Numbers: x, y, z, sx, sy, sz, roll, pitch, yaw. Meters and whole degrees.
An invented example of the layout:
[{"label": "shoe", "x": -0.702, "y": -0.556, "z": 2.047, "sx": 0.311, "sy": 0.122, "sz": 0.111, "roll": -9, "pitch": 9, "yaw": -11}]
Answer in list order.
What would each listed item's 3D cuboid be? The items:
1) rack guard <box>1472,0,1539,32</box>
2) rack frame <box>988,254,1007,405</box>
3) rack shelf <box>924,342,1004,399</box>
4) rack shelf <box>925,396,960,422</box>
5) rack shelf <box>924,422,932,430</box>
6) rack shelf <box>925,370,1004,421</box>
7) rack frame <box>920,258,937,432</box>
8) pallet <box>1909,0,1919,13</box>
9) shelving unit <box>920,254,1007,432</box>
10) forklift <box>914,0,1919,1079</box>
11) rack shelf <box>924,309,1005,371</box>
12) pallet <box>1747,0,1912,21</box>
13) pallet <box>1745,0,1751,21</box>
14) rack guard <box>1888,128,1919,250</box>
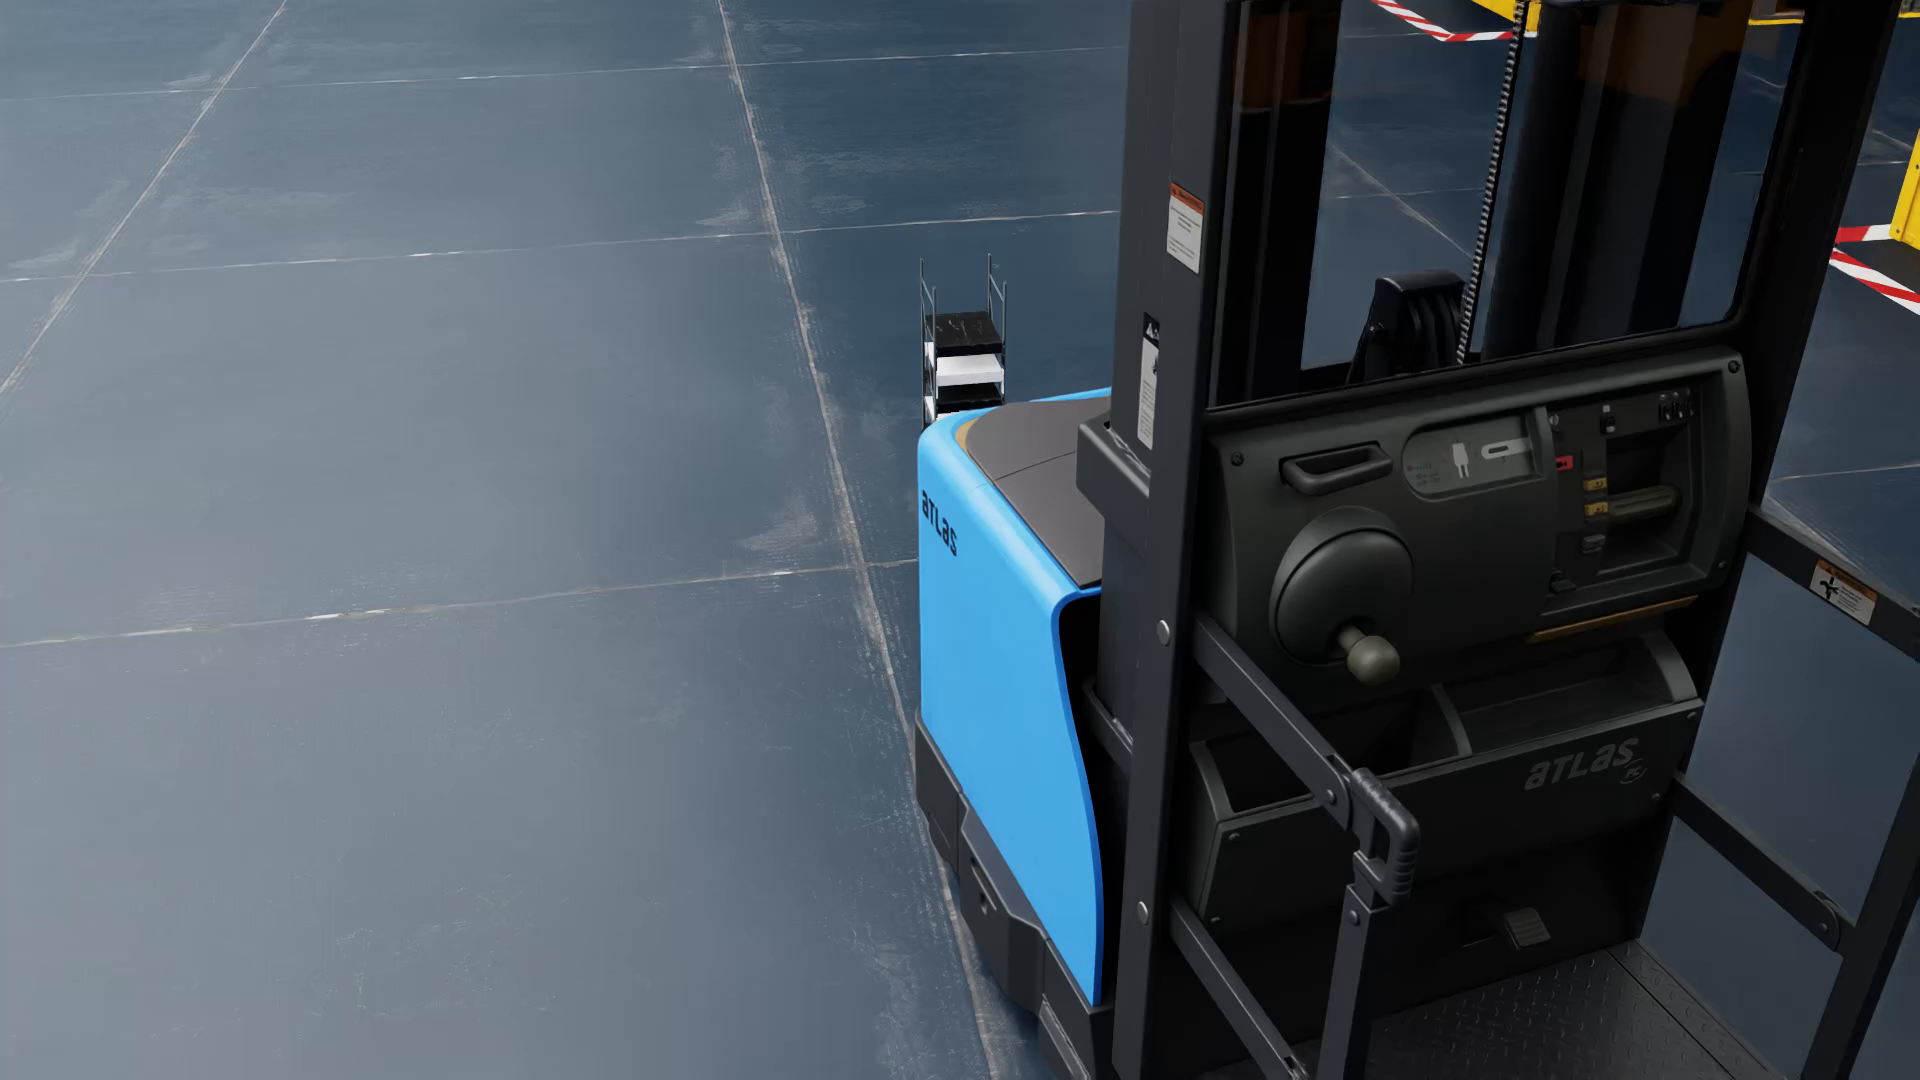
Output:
[{"label": "rack guard", "x": 3.827, "y": -3.849, "z": 11.303, "sx": 0.348, "sy": 0.500, "sz": 1.175, "roll": -5, "pitch": 31, "yaw": -9}, {"label": "rack frame", "x": 0.108, "y": -0.398, "z": 5.039, "sx": 0.006, "sy": 0.900, "sz": 0.240, "roll": -5, "pitch": 31, "yaw": -9}, {"label": "rack shelf", "x": 0.008, "y": -0.515, "z": 4.949, "sx": 0.200, "sy": 0.077, "sz": 0.258, "roll": -5, "pitch": 31, "yaw": -9}, {"label": "rack shelf", "x": 0.008, "y": -0.360, "z": 5.040, "sx": 0.200, "sy": 0.077, "sz": 0.258, "roll": -5, "pitch": 31, "yaw": -9}, {"label": "rack shelf", "x": 0.008, "y": -0.282, "z": 5.086, "sx": 0.200, "sy": 0.077, "sz": 0.258, "roll": -5, "pitch": 31, "yaw": -9}, {"label": "rack shelf", "x": 0.008, "y": -0.437, "z": 4.994, "sx": 0.200, "sy": 0.077, "sz": 0.258, "roll": -5, "pitch": 31, "yaw": -9}, {"label": "rack frame", "x": -0.092, "y": -0.379, "z": 5.007, "sx": 0.006, "sy": 0.900, "sz": 0.240, "roll": -5, "pitch": 31, "yaw": -9}, {"label": "pallet", "x": 7.033, "y": -4.004, "z": 11.851, "sx": 1.213, "sy": 0.211, "sz": 1.003, "roll": -5, "pitch": 31, "yaw": -9}, {"label": "shelving unit", "x": 0.008, "y": -0.389, "z": 5.023, "sx": 0.210, "sy": 0.900, "sz": 0.258, "roll": -5, "pitch": 31, "yaw": -9}, {"label": "forklift", "x": 0.888, "y": 0.010, "z": 2.342, "sx": 1.130, "sy": 2.935, "sz": 3.031, "roll": -11, "pitch": 32, "yaw": -18}, {"label": "rack shelf", "x": 0.008, "y": -0.593, "z": 4.903, "sx": 0.200, "sy": 0.077, "sz": 0.258, "roll": -5, "pitch": 31, "yaw": -9}, {"label": "pallet", "x": 5.830, "y": -3.891, "z": 11.659, "sx": 1.213, "sy": 0.211, "sz": 1.003, "roll": -5, "pitch": 31, "yaw": -9}, {"label": "pallet", "x": 4.632, "y": -3.781, "z": 11.472, "sx": 1.213, "sy": 0.211, "sz": 1.003, "roll": -5, "pitch": 31, "yaw": -9}, {"label": "rack guard", "x": 4.523, "y": -1.358, "z": 7.066, "sx": 0.348, "sy": 0.500, "sz": 1.175, "roll": -5, "pitch": 31, "yaw": -9}]
